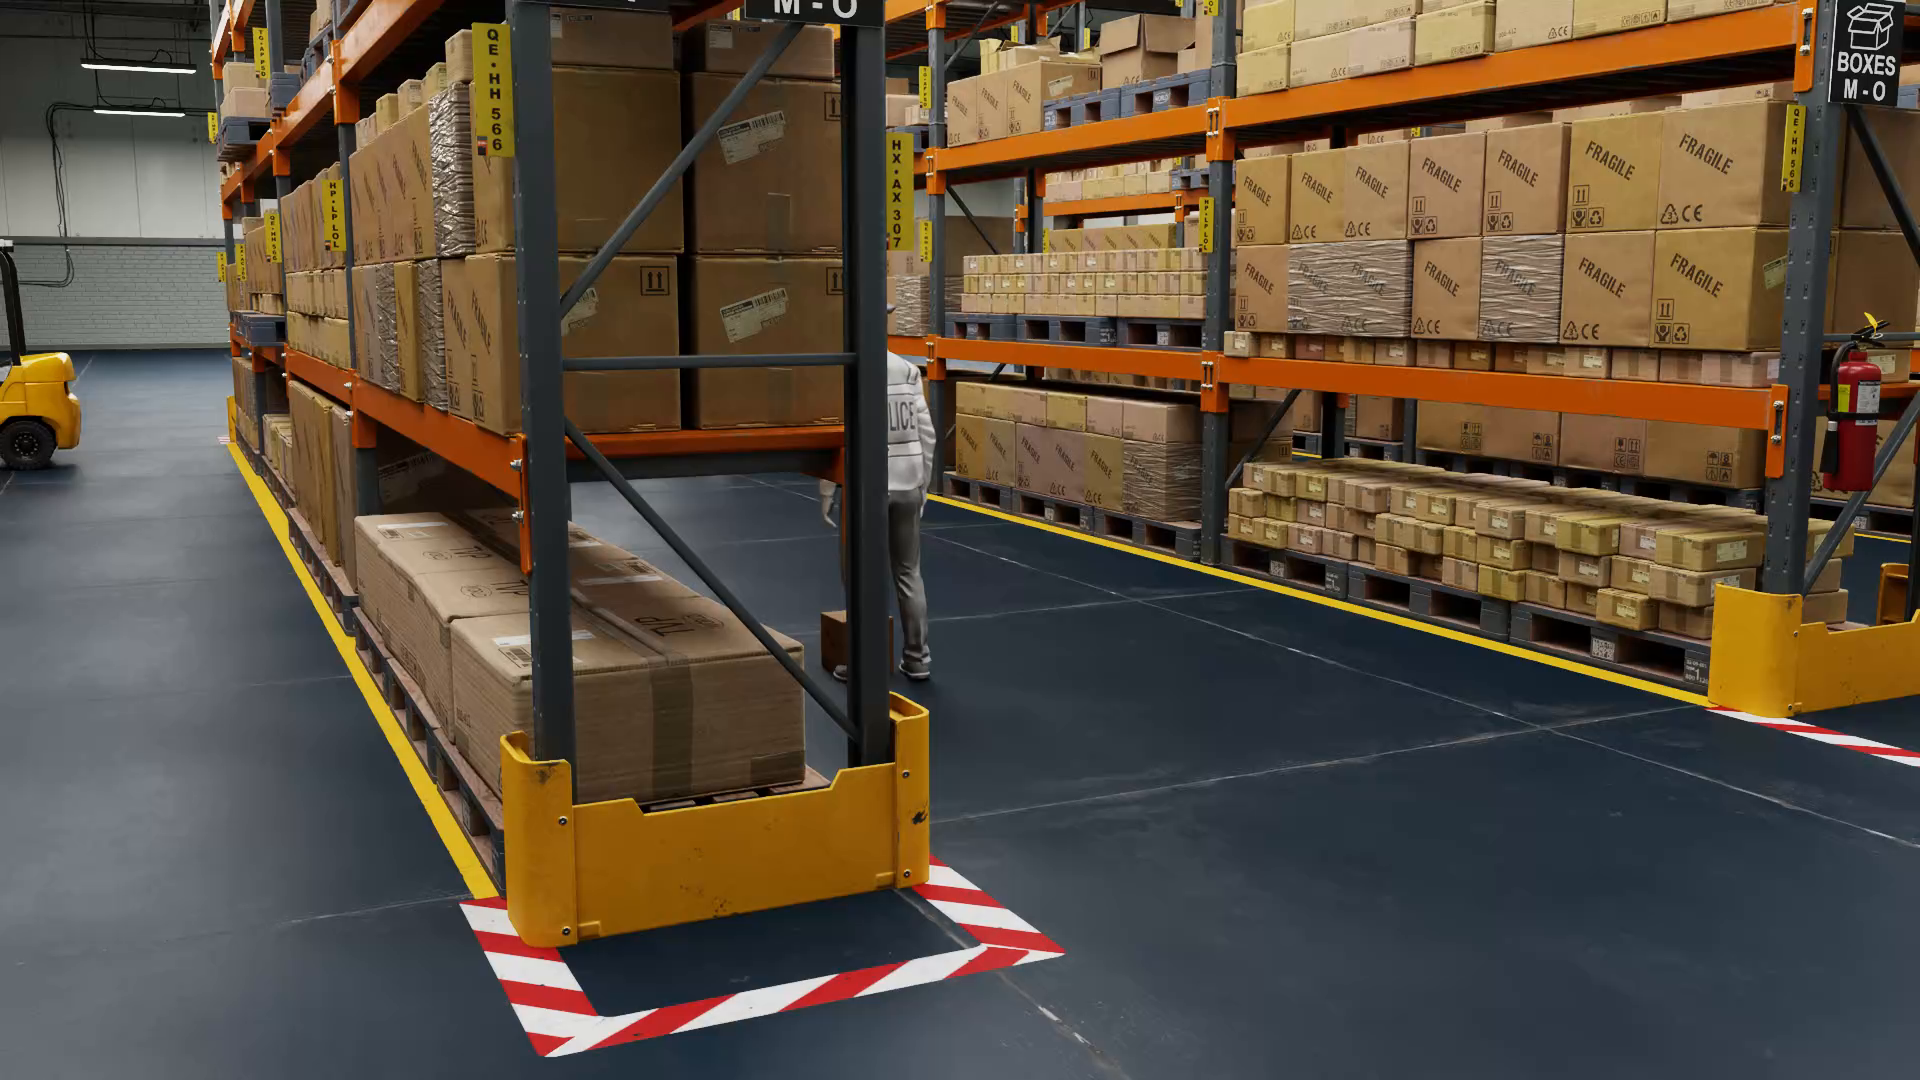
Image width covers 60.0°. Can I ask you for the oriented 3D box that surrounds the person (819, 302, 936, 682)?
[{"bbox_3d":[-0.357,-0.205,7.185,0.546,1.664,0.375,-5,10,-29],"label":"person"}]
